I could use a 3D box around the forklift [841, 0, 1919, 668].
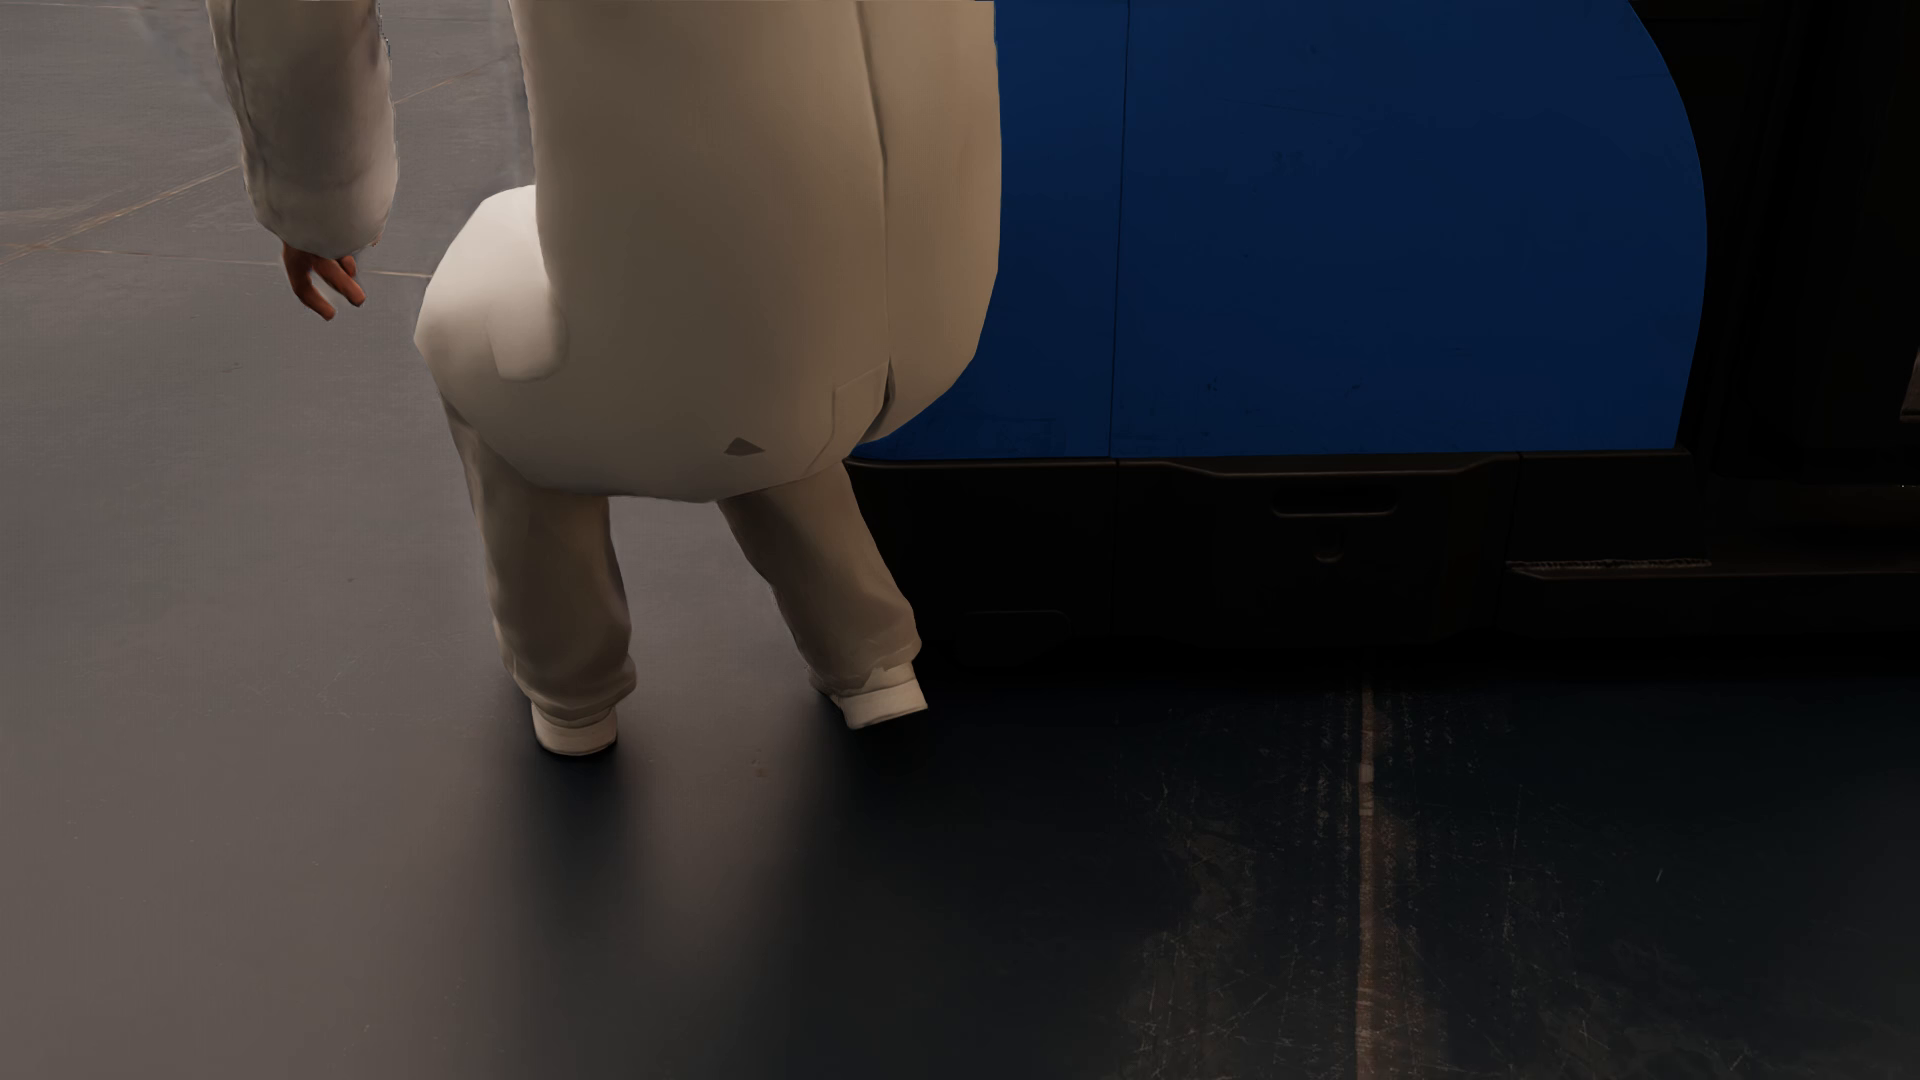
[{"bbox_3d":[1.303,-1.379,1.979,3.031,2.935,1.130,-1,27,-2],"label":"forklift"}]

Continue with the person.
[{"bbox_3d":[-0.353,-0.347,1.589,0.835,1.573,0.923,-23,35,-38],"label":"person"}]
